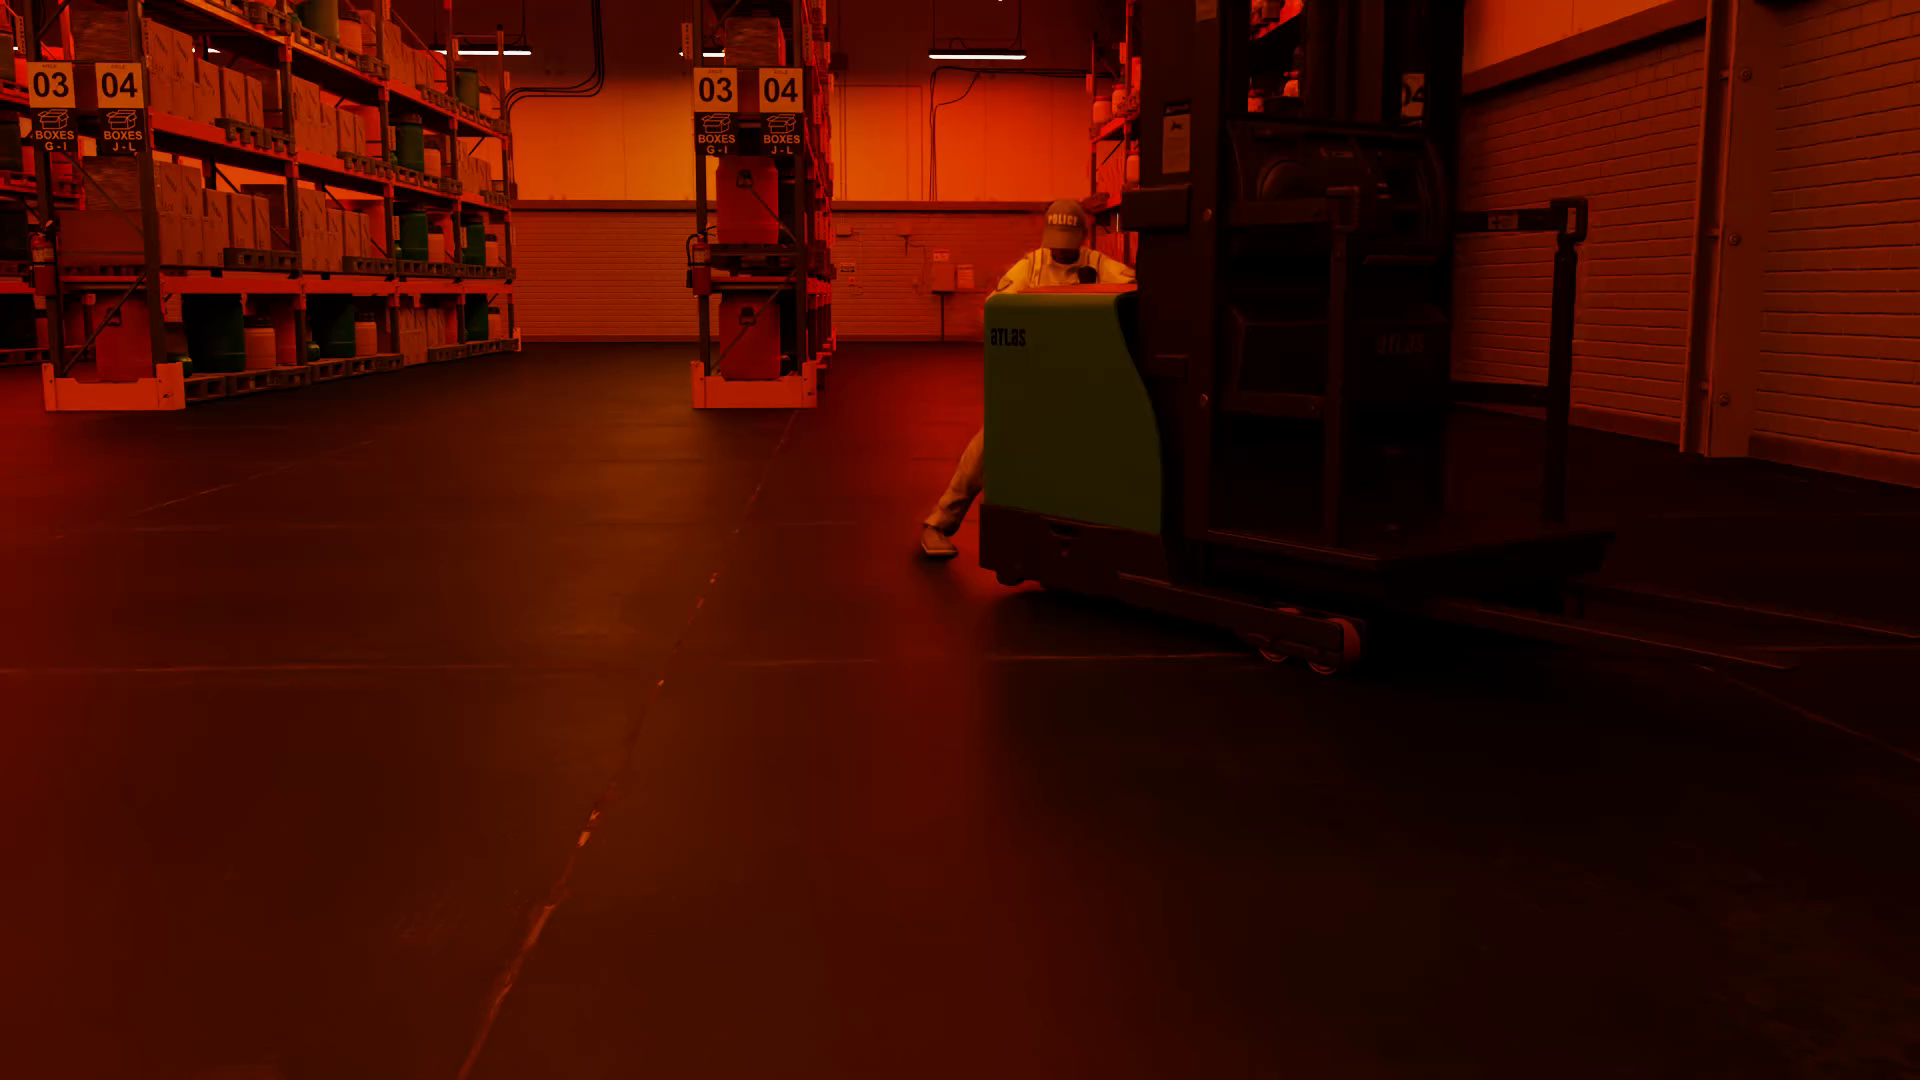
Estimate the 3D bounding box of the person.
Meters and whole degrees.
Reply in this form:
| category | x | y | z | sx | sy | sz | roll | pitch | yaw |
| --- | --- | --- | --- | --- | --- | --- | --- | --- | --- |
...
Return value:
| category | x | y | z | sx | sy | sz | roll | pitch | yaw |
| --- | --- | --- | --- | --- | --- | --- | --- | --- | --- |
| person | 0.490 | -0.691 | 6.975 | 1.282 | 1.462 | 0.787 | 1 | 9 | 7 |

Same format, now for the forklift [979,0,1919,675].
| category | x | y | z | sx | sy | sz | roll | pitch | yaw |
| --- | --- | --- | --- | --- | --- | --- | --- | --- | --- |
| forklift | 1.316 | -1.145 | 5.043 | 1.130 | 2.935 | 3.031 | -6 | 10 | -34 |
